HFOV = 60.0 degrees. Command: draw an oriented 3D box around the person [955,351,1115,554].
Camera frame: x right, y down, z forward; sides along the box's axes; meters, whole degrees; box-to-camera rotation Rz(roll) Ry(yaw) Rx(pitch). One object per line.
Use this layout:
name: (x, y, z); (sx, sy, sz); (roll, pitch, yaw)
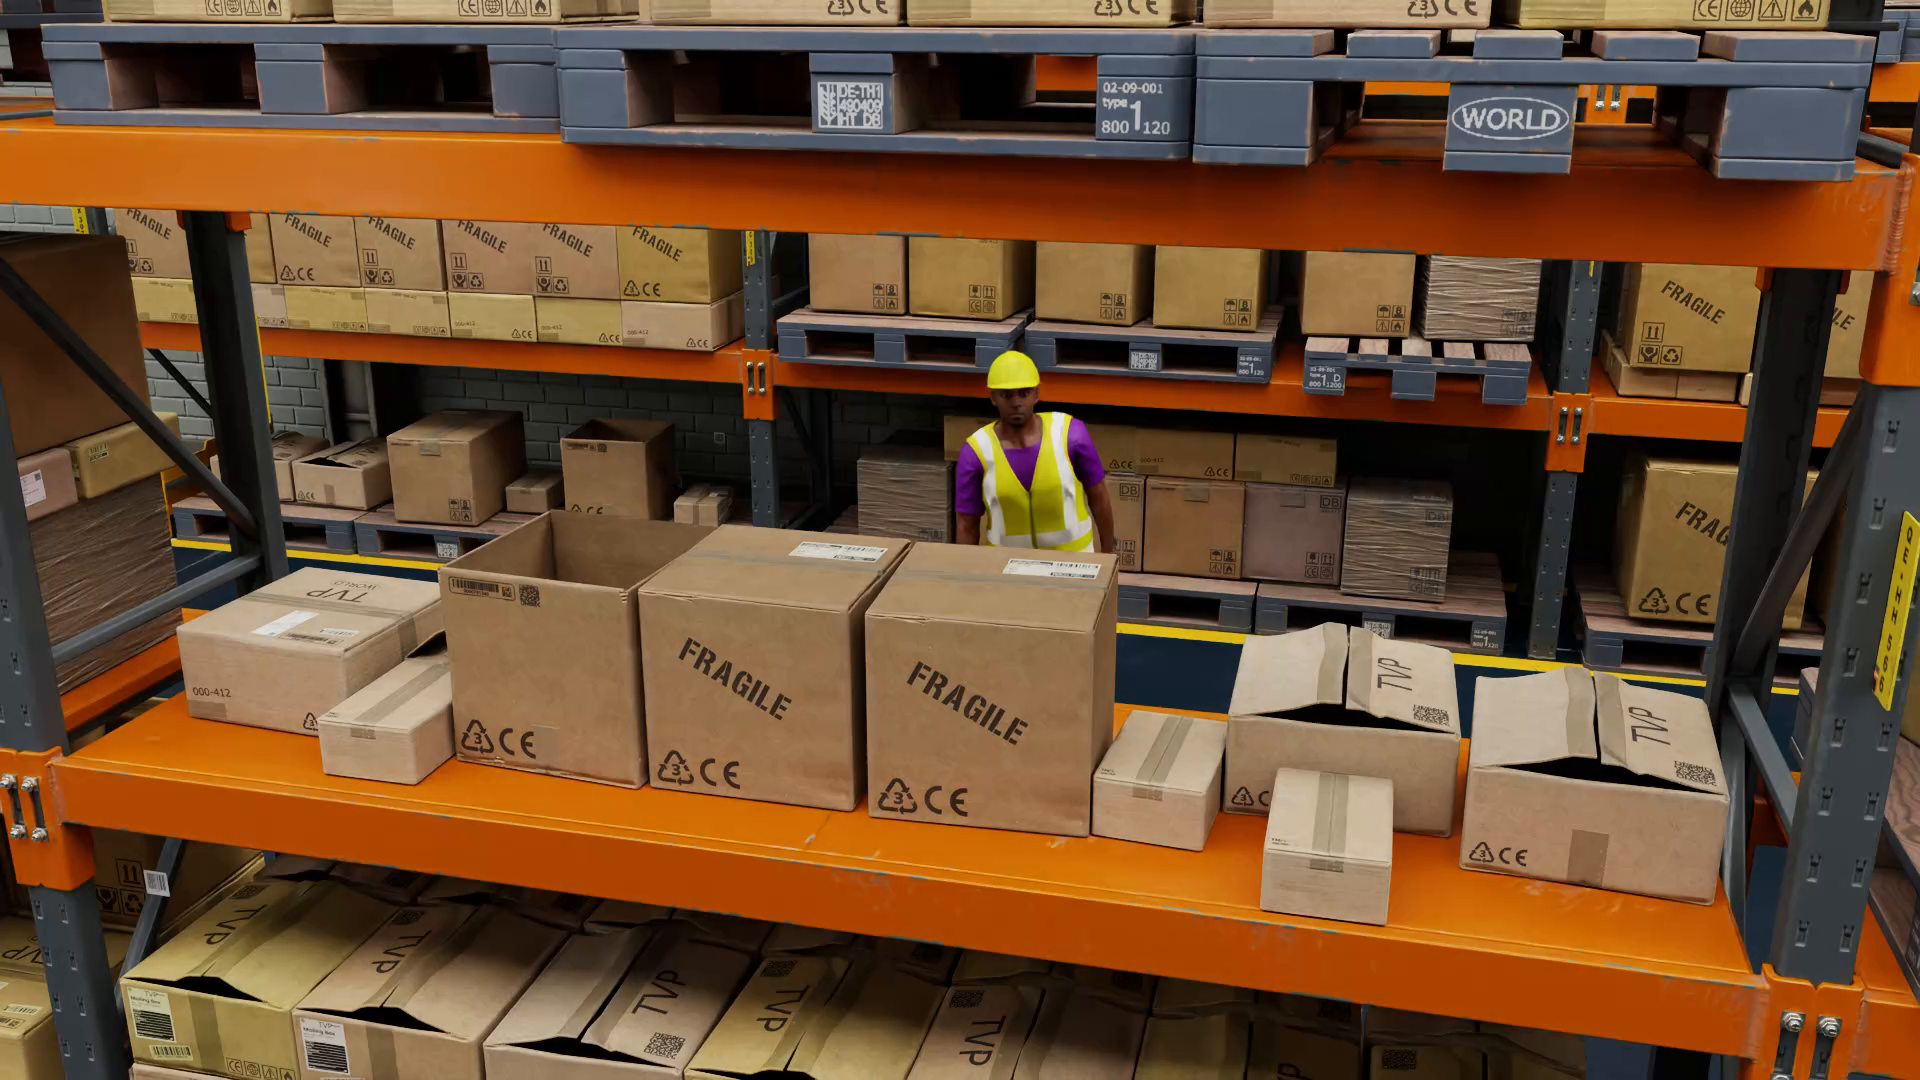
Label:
person: (0.298, 0.136, 6.556); (0.639, 1.773, 0.642); (3, 18, 9)
